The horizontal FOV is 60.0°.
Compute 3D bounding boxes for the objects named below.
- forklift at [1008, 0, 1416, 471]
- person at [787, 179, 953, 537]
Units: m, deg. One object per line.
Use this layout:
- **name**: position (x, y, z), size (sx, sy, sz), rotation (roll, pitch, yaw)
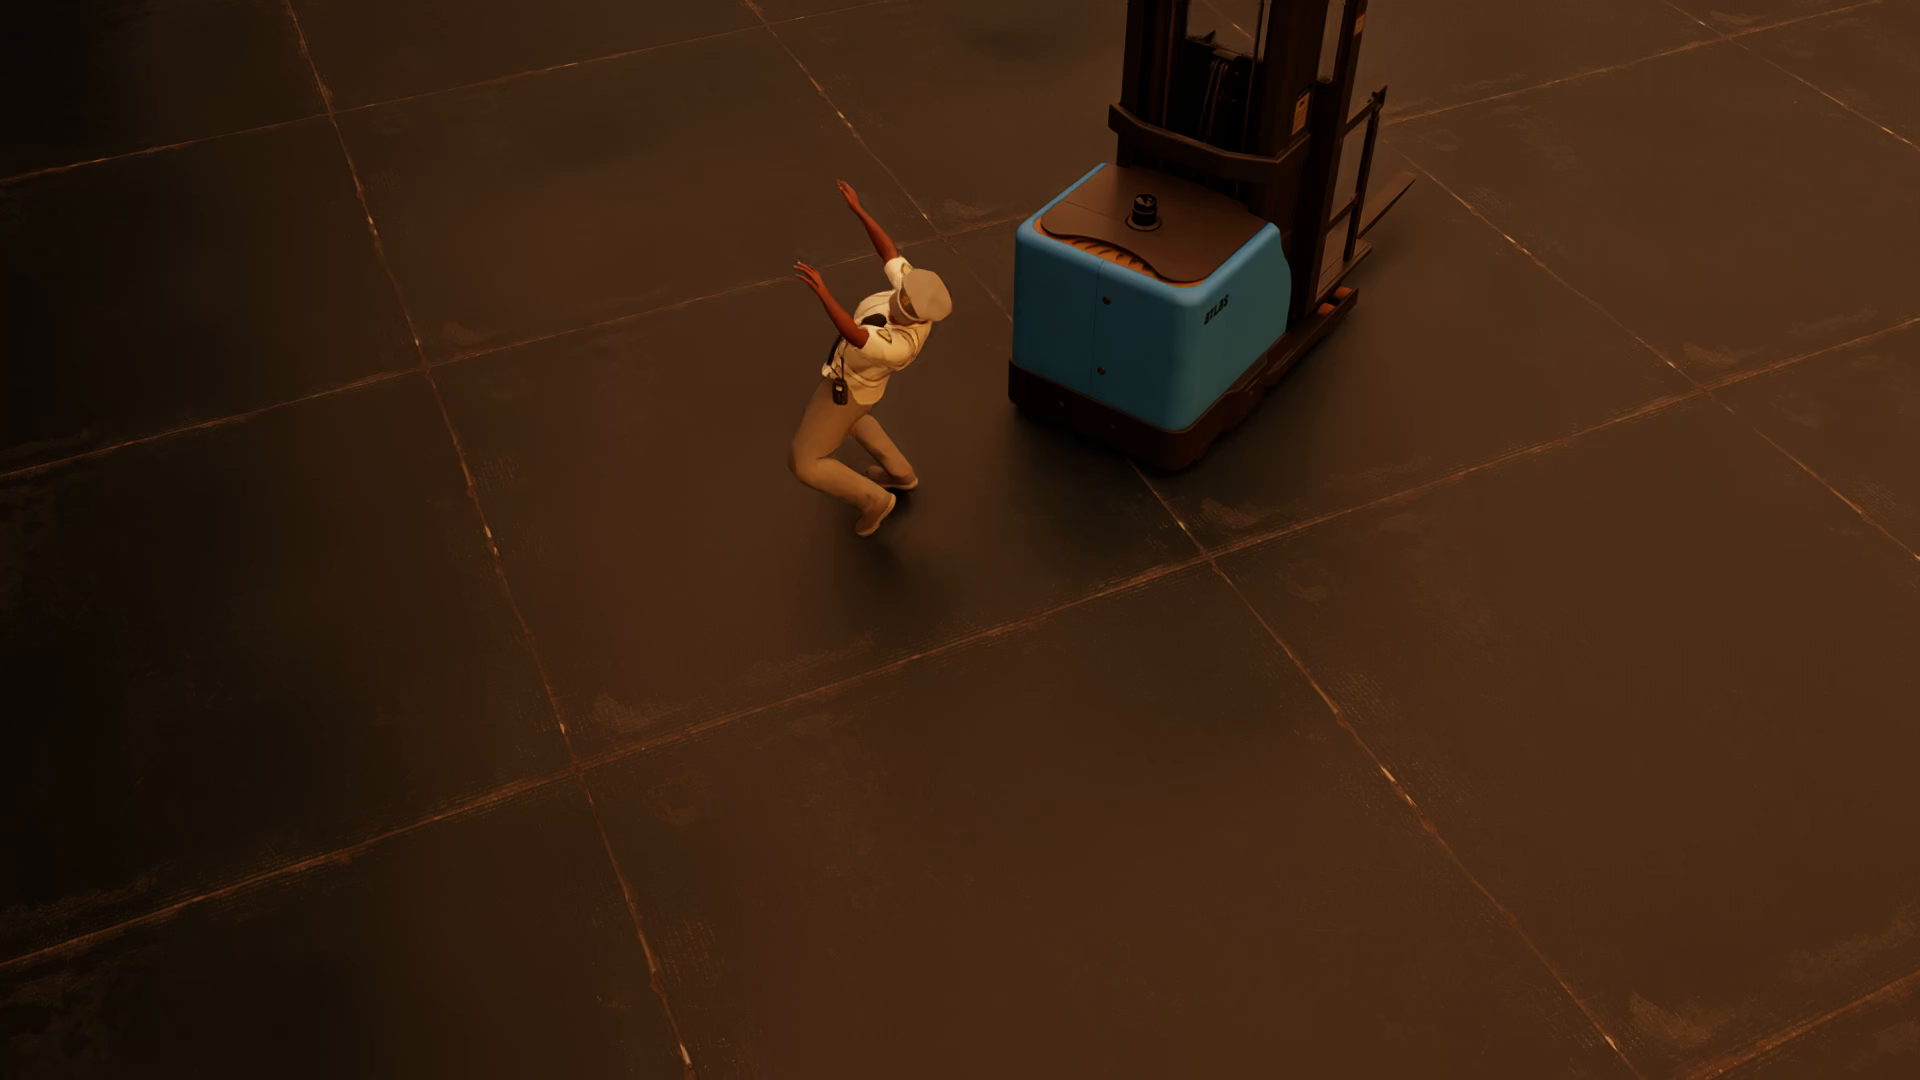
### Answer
- **forklift**: position (1.525, -2.369, 8.219), size (1.130, 2.935, 3.031), rotation (27, 49, 26)
- **person**: position (-0.357, -0.779, 7.499), size (0.727, 1.584, 0.910), rotation (9, 44, 10)
